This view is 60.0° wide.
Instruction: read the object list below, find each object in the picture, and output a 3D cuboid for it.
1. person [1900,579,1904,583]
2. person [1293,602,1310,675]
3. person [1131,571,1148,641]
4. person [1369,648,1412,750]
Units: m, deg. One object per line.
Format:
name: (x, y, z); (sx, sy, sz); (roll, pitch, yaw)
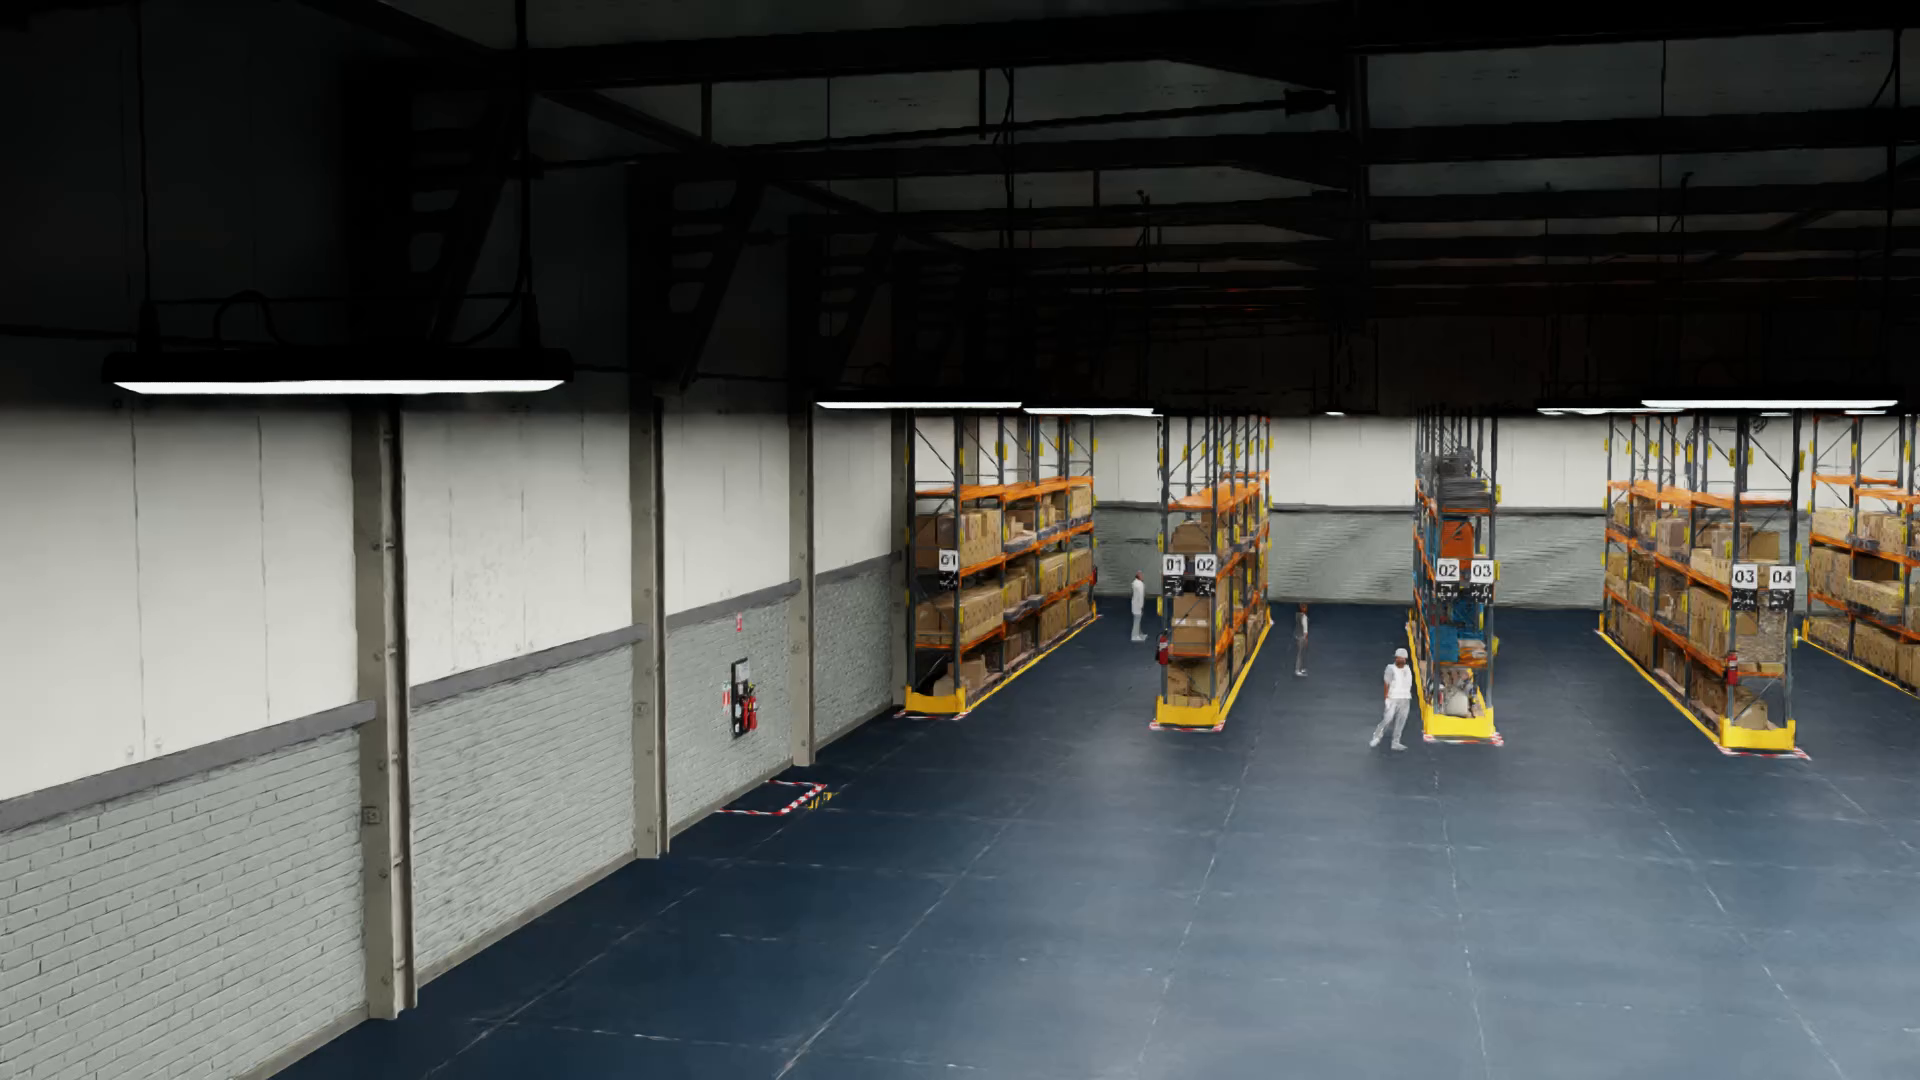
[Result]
person: (25.011, 1.609, 44.398); (0.713, 1.785, 0.556); (-1, 4, -14)
person: (7.686, 2.197, 37.265); (0.420, 1.602, 0.506); (-1, 4, -12)
person: (4.655, 1.686, 42.948); (0.523, 1.785, 0.646); (-1, 4, -10)
person: (7.462, 2.741, 28.744); (0.735, 1.773, 0.526); (-2, 5, -26)
